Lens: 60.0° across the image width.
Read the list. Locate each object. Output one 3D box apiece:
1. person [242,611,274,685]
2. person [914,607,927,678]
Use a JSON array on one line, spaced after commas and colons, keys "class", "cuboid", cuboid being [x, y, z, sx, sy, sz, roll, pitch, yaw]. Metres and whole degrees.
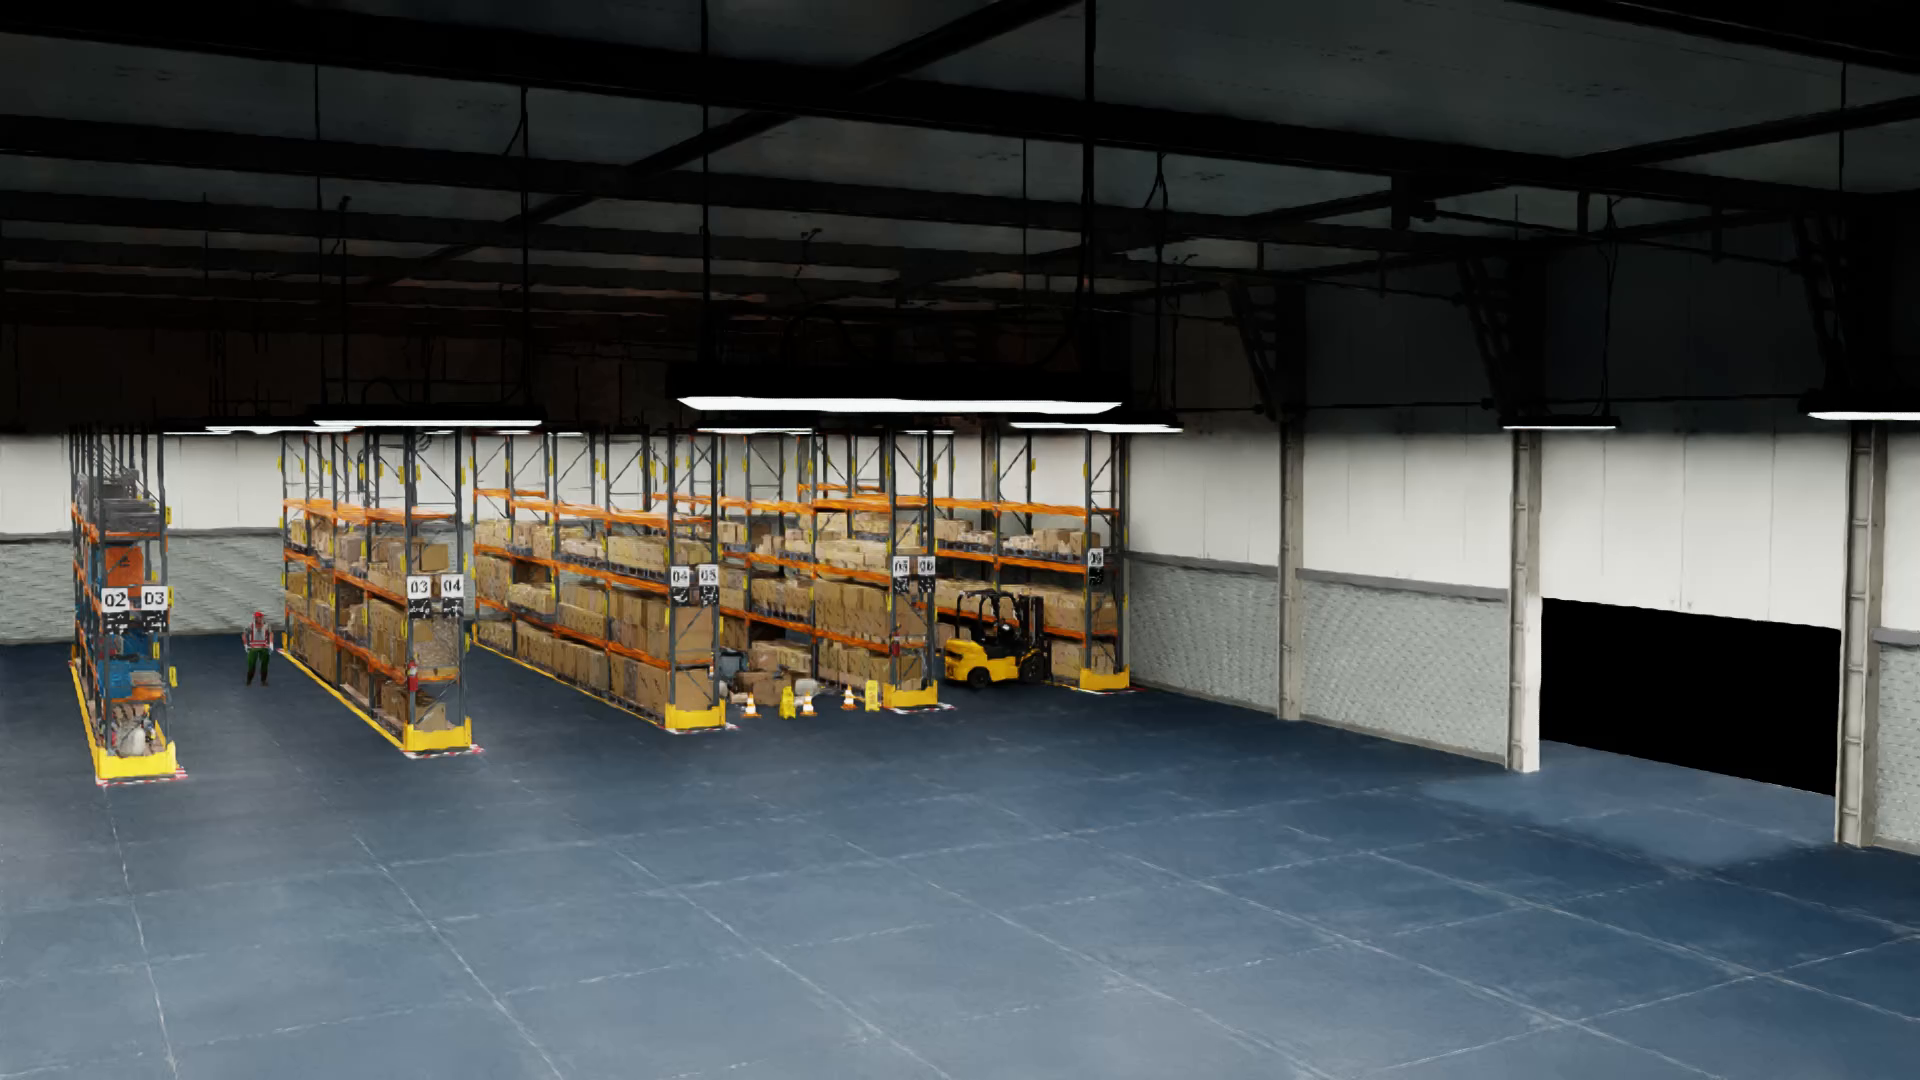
[{"class": "person", "cuboid": [-16.193, 2.490, 38.377, 0.677, 1.742, 0.552, -2, 4, -30]}, {"class": "person", "cuboid": [-1.020, 2.434, 39.526, 0.455, 1.677, 0.525, 0, 4, 0]}]
